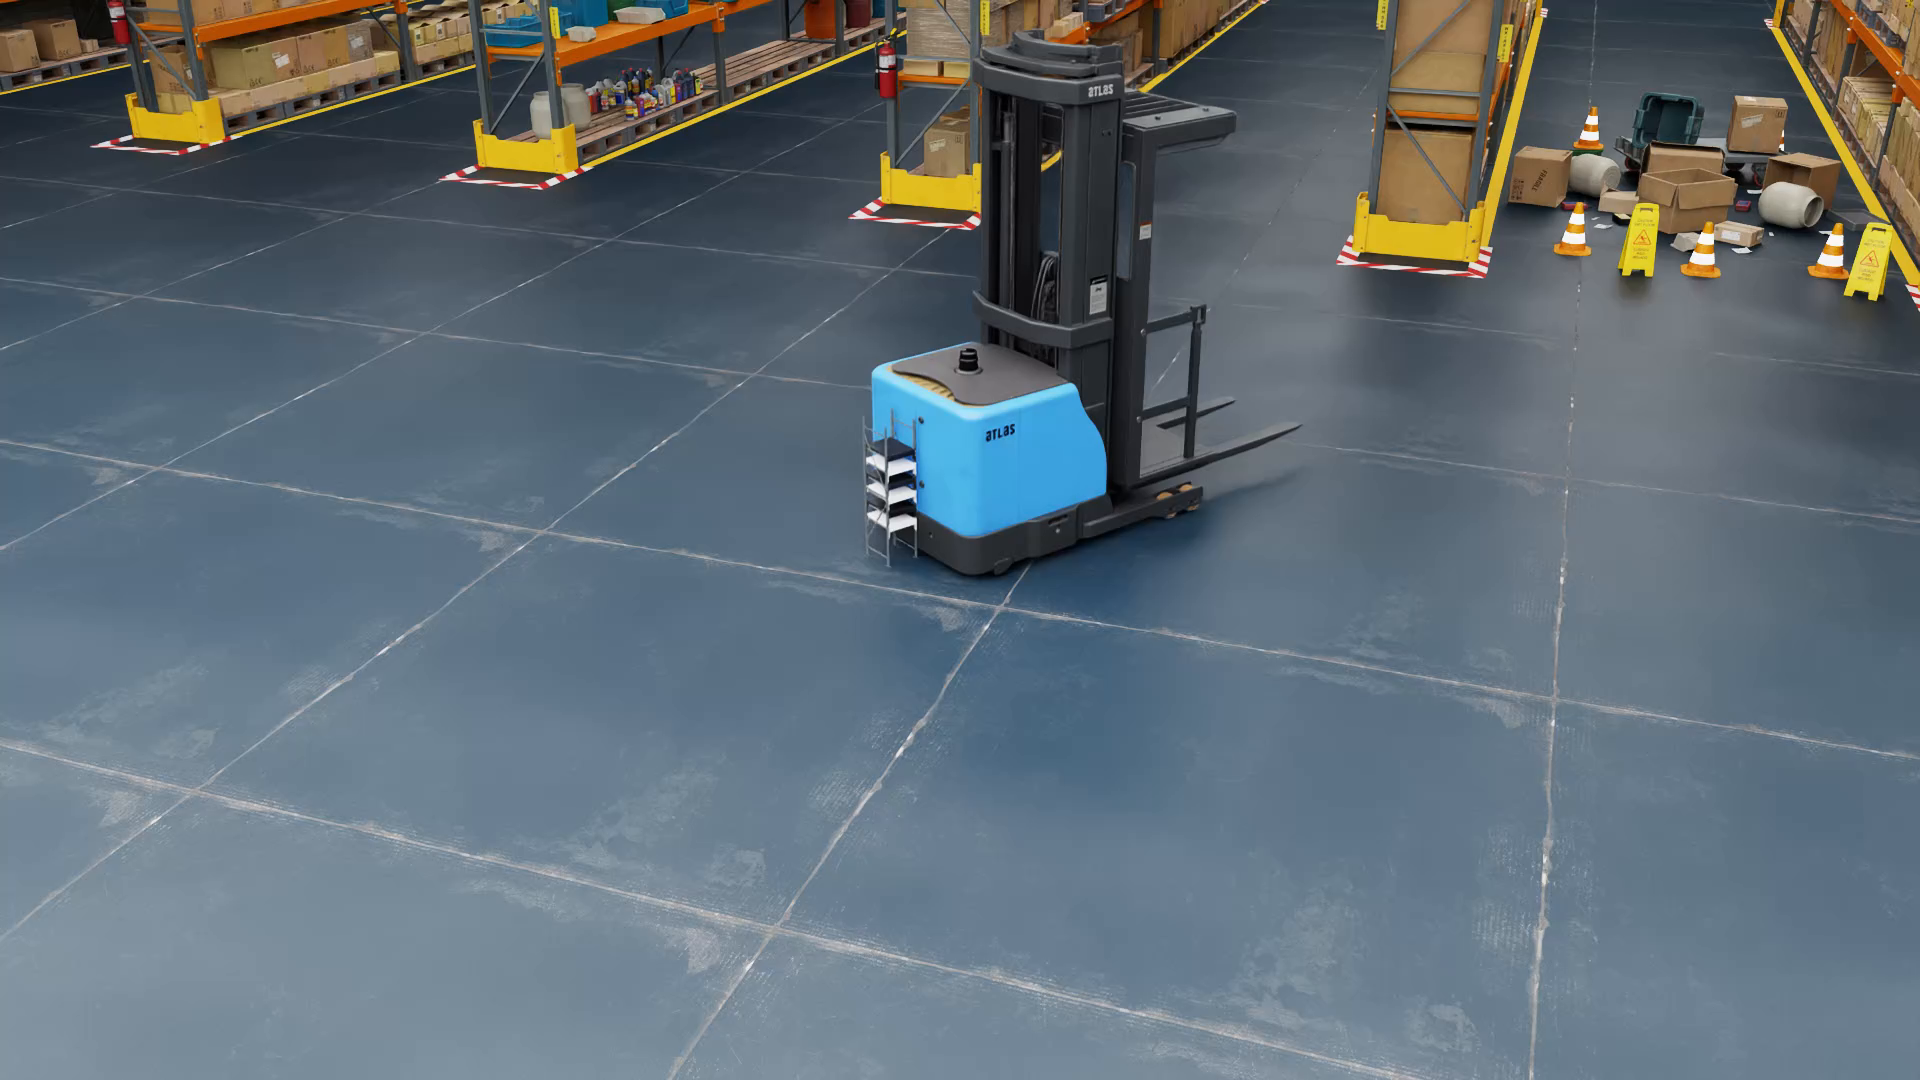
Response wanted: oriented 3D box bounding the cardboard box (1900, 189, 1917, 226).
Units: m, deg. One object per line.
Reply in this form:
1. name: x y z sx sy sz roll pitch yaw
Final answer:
1. cardboard box: 9.441 -3.195 16.079 0.500 0.250 0.500 8 27 16

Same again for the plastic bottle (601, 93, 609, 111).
1. plastic bottle: -4.462 -5.503 20.879 0.097 0.201 0.097 0 26 0

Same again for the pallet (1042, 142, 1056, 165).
1. pallet: 0.468 -4.486 19.273 1.003 0.211 1.213 9 27 17

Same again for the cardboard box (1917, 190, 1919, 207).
1. cardboard box: 9.268 -3.315 15.468 0.500 0.500 0.500 10 28 19

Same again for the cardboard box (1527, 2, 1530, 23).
1. cardboard box: 8.013 -7.682 24.201 0.500 0.250 0.500 8 27 15

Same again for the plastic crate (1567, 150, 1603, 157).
1. plastic crate: 6.884 -4.263 18.774 0.662 0.188 0.450 -20 23 -36

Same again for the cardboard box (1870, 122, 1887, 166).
1. cardboard box: 10.580 -4.310 18.244 0.950 0.372 0.625 9 27 18

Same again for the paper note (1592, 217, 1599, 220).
1. paper note: 6.516 -3.297 17.048 0.123 0.001 0.032 -20 33 -36

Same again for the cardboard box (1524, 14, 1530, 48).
1. cardboard box: 8.360 -7.775 25.253 0.500 0.500 0.500 8 27 16

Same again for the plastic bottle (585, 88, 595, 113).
1. plastic bottle: -4.632 -5.490 20.767 0.152 0.276 0.135 9 27 18

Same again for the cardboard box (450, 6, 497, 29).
1. cardboard box: -7.395 -7.933 25.222 0.500 0.311 0.500 10 27 19

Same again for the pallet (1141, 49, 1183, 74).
1. pallet: 2.727 -7.227 24.934 1.003 0.211 1.213 9 27 17

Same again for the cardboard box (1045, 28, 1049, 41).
1. cardboard box: 0.806 -5.775 19.023 0.380 0.149 0.250 9 27 17

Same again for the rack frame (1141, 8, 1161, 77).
1. rack frame: 2.394 -8.169 23.680 1.000 3.000 0.127 9 27 17

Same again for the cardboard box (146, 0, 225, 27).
1. cardboard box: -9.442 -6.555 20.231 0.700 0.500 0.500 9 27 17

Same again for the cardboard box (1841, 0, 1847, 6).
1. cardboard box: 11.818 -7.122 21.690 0.500 0.250 0.500 9 27 18

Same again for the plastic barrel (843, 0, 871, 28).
1. plastic barrel: -1.754 -8.659 26.976 0.600 0.588 0.708 9 27 17

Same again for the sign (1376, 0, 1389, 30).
1. sign: 3.868 -4.833 15.189 0.100 0.325 0.005 9 27 17

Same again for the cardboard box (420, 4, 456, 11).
1. cardboard box: -7.907 -8.001 25.362 0.500 0.311 0.500 8 27 17

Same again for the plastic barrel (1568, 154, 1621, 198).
1. plastic barrel: 6.775 -3.916 17.853 0.421 0.421 0.512 -14 29 -27

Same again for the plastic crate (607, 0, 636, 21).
1. plastic crate: -4.326 -6.631 20.747 0.450 0.188 0.662 9 27 17

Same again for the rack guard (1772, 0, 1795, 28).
1. rack guard: 14.409 -8.904 28.067 1.175 0.500 0.348 9 27 17

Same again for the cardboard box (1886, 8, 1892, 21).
1. cardboard box: 10.872 -6.044 19.098 0.380 0.149 0.250 10 27 19

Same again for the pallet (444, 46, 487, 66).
1. pallet: -7.665 -7.520 25.539 1.003 0.211 1.213 9 27 17

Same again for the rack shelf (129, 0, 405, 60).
1. rack shelf: -8.943 -6.818 21.715 1.077 0.370 4.000 9 27 17

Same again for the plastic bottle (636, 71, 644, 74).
1. plastic bottle: -4.209 -6.011 21.844 0.152 0.276 0.135 10 27 19

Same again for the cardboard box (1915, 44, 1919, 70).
1. cardboard box: 9.853 -4.917 16.507 0.500 0.500 0.500 9 27 17

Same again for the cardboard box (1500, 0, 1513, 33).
1. cardboard box: 4.946 -5.271 16.283 0.875 0.550 0.550 9 27 17

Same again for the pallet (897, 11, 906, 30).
1. pallet: -1.242 -8.965 28.524 1.003 0.211 1.213 9 27 17

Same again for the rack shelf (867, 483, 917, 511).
1. rack shelf: -0.413 -0.273 9.857 0.200 0.077 0.258 -19 31 -33

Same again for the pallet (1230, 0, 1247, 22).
1. pallet: 4.456 -9.362 29.344 1.003 0.211 1.213 9 27 17

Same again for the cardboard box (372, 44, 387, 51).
1. cardboard box: -8.413 -7.127 24.202 0.500 0.250 0.500 8 27 17

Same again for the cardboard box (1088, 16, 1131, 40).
1. cardboard box: 2.032 -7.080 22.935 0.500 0.250 0.500 12 28 23

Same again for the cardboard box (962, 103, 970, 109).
1. cardboard box: 0.348 -4.705 18.912 0.500 0.500 0.500 11 28 22

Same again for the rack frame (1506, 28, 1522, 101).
1. rack frame: 7.037 -7.408 22.109 1.000 3.000 0.127 9 27 17

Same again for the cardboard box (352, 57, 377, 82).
1. cardboard box: -8.402 -6.489 22.882 0.500 0.250 0.500 9 27 17

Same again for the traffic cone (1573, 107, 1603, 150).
1. traffic cone: 7.577 -4.955 19.952 0.336 0.463 0.334 9 27 17

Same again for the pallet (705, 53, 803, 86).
1. pallet: -2.979 -6.820 24.093 1.003 0.211 1.213 9 27 17

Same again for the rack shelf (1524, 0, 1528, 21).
1. rack shelf: 7.703 -7.906 23.963 1.077 0.370 4.000 9 27 17

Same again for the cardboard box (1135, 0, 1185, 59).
1. cardboard box: 2.643 -7.682 24.631 1.225 0.875 0.875 7 27 15

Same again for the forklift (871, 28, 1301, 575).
1. forklift: 0.932 -1.617 10.226 3.031 2.935 1.130 -19 31 -33

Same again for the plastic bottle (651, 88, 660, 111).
1. plastic bottle: -3.827 -5.535 20.866 0.097 0.271 0.097 0 26 0

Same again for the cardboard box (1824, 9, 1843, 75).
1. cardboard box: 12.646 -6.970 23.159 0.875 0.875 0.875 10 27 19

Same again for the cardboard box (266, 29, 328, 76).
1. cardboard box: -8.719 -6.413 21.865 0.500 0.500 0.500 9 27 17

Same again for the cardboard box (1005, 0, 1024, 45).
1. cardboard box: 0.201 -5.705 18.134 0.875 0.500 0.500 9 27 17

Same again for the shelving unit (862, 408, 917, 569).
1. shelving unit: -0.413 -0.303 9.843 0.210 0.900 0.258 -19 31 -33

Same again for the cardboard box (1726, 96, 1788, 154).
1. cardboard box: 8.719 -4.550 18.204 0.500 0.500 0.500 9 27 17

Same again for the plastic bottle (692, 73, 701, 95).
1. plastic bottle: -3.457 -5.973 21.757 0.061 0.283 0.133 10 28 20

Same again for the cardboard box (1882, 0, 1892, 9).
1. cardboard box: 10.860 -6.310 18.902 0.500 0.500 0.500 8 27 15

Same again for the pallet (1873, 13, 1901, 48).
1. pallet: 11.119 -5.826 19.061 1.003 0.211 1.213 9 27 17

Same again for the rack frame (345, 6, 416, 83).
1. rack frame: -8.278 -7.963 23.255 1.000 3.000 0.127 9 27 17

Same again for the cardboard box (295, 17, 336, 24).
1. cardboard box: -8.886 -6.901 22.873 0.500 0.500 0.500 9 27 17

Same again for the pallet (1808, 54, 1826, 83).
1. pallet: 12.884 -6.793 24.037 1.003 0.211 1.213 9 27 17
